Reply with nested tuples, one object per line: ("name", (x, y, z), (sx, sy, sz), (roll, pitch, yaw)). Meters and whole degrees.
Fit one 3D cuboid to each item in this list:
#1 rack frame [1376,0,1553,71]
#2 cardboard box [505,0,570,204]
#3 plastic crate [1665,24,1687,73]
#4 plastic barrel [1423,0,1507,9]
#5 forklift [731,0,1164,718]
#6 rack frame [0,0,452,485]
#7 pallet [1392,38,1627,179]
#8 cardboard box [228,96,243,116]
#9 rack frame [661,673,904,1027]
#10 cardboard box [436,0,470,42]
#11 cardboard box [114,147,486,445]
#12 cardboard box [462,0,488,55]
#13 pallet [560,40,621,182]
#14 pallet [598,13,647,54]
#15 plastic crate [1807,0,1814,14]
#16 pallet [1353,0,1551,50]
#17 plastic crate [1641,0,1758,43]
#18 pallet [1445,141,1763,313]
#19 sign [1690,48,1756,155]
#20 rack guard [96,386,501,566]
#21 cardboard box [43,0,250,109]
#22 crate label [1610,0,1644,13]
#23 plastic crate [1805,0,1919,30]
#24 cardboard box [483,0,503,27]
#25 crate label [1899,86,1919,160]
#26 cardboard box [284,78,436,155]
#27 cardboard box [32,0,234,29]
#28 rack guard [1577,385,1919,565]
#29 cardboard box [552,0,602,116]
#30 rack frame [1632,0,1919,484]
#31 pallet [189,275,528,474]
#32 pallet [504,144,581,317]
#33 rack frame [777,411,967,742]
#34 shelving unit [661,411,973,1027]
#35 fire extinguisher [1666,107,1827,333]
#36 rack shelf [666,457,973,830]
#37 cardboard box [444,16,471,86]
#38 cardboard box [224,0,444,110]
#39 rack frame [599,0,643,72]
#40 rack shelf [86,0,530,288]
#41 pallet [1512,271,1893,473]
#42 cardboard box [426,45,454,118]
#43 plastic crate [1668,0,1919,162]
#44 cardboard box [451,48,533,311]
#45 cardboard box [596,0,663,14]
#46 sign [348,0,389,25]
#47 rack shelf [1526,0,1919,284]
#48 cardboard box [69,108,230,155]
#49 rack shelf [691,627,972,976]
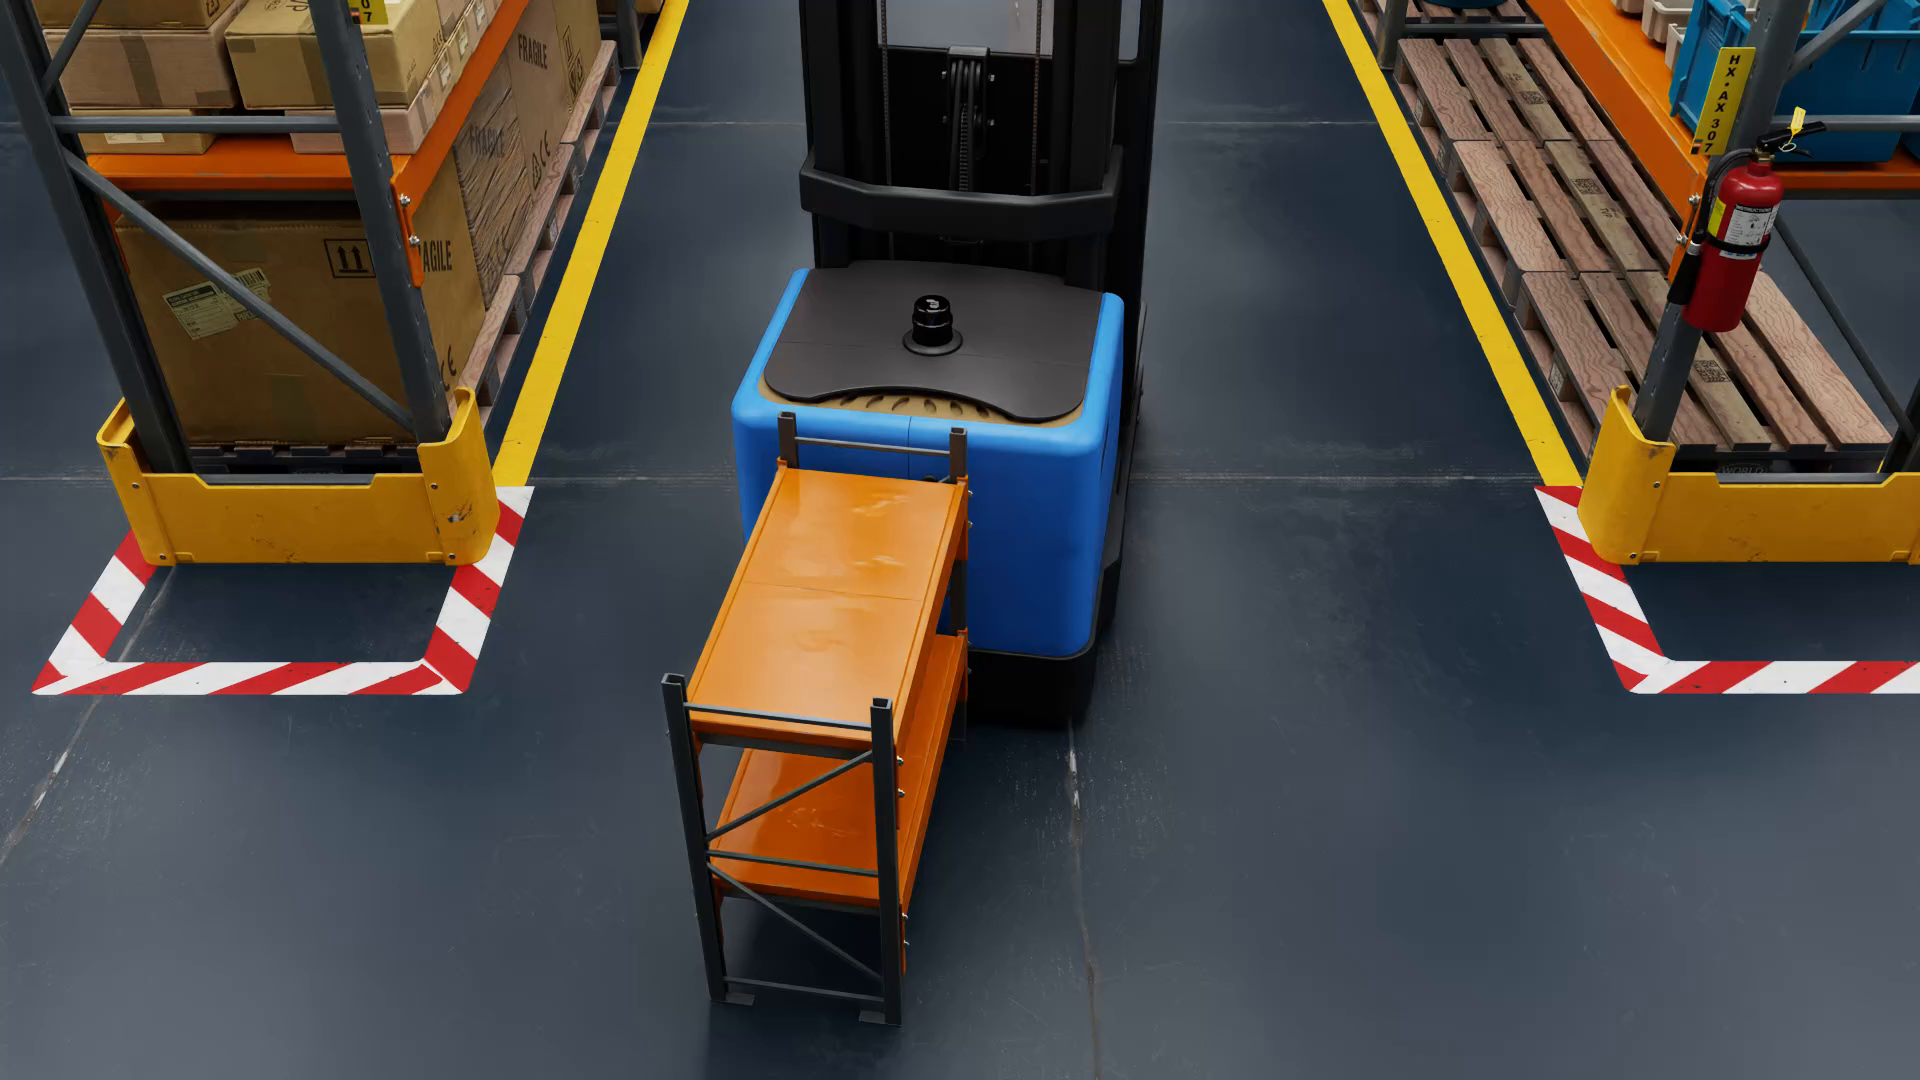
("rack frame", (2.744, -3.711, 7.982), (1.000, 3.000, 0.127), (0, 39, 0))
("cardboard box", (-2.287, -2.066, 7.293), (0.875, 0.875, 0.875), (0, 39, 0))
("plastic crate", (2.567, -1.640, 5.560), (0.396, 0.136, 0.243), (0, 39, 0))
("plastic barrel", (2.761, -3.396, 8.931), (0.600, 0.901, 0.708), (0, 39, 0))
("forklift", (0.099, -1.531, 5.317), (1.130, 2.935, 3.031), (6, 39, 7))
("rack frame", (-2.204, -1.206, 4.856), (1.000, 3.000, 0.127), (0, 39, 0))
("pallet", (2.784, -2.163, 8.280), (1.003, 0.211, 1.213), (0, 39, 0))
("cardboard box", (-2.536, -1.493, 5.415), (0.380, 0.149, 0.250), (0, 39, 0))
("rack frame", (-0.393, 0.761, 3.901), (0.500, 1.125, 0.032), (6, 39, 7))
("cardboard box", (-1.942, -1.889, 5.590), (0.500, 0.250, 0.500), (0, 39, -1))
("cardboard box", (-2.285, -0.941, 5.888), (0.875, 0.875, 0.875), (0, 39, 0))
("cardboard box", (-1.878, -1.814, 5.815), (0.380, 0.149, 0.250), (-1, 39, -1))
("pallet", (-2.286, -2.143, 8.256), (1.003, 0.211, 1.213), (0, 39, 0))
("pallet", (-2.285, -3.101, 9.451), (1.003, 0.211, 1.213), (0, 39, 0))
("plastic crate", (3.159, -1.909, 5.897), (0.250, 0.136, 0.298), (0, 39, 0))
("pallet", (2.785, -3.105, 9.456), (1.003, 0.211, 1.213), (0, 39, 0))
("plastic crate", (2.581, -1.821, 5.786), (0.396, 0.136, 0.243), (0, 39, 0))
("pallet", (2.788, -1.398, 7.326), (1.003, 0.211, 1.213), (0, 39, 0))
("sign", (2.199, -1.262, 4.796), (0.100, 0.325, 0.005), (0, 39, 0))
("rack guard", (-2.204, -0.215, 5.619), (1.175, 0.500, 0.348), (0, 39, 0))
("cardboard box", (-2.470, -1.566, 5.188), (0.500, 0.250, 0.500), (-1, 39, -1))
("crate label", (2.556, -1.995, 6.004), (0.396, 0.136, 0.243), (0, 39, 0))
("plastic crate", (3.077, -1.734, 5.601), (0.416, 0.233, 0.300), (0, 39, 0))
("cardboard box", (-1.878, -1.973, 6.014), (0.380, 0.149, 0.250), (-1, 39, -1))
("crate label", (3.078, -1.322, 5.087), (0.416, 0.233, 0.303), (0, 39, 0))
("cardboard box", (-1.875, -1.330, 5.212), (0.380, 0.149, 0.250), (0, 39, 0))
("cardboard box", (-2.468, -1.860, 4.955), (0.500, 0.500, 0.500), (0, 39, 1))
("rack guard", (2.762, -0.219, 5.623), (1.175, 0.500, 0.348), (0, 39, 0))
("cardboard box", (-2.288, -2.629, 7.995), (0.875, 0.875, 0.875), (0, 39, 0))
("rack frame", (2.749, -1.209, 4.860), (1.000, 3.000, 0.127), (0, 39, 0))
("pallet", (-2.283, -0.618, 6.352), (1.003, 0.211, 1.213), (0, 39, 0))
("pallet", (-2.282, -1.379, 7.301), (1.003, 0.211, 1.213), (0, 39, 0))
("rack frame", (-0.230, 0.133, 4.684), (0.500, 1.125, 0.032), (6, 39, 7))
("shelving unit", (-0.311, 0.447, 4.293), (0.538, 1.125, 1.048), (6, 39, 7))
("fire extinguisher", (2.295, -0.939, 4.883), (0.296, 0.674, 0.183), (0, 39, 0))
("rack shelf", (-0.311, 0.219, 4.110), (0.538, 0.278, 1.000), (6, 39, 7))
("cardboard box", (-1.877, -1.650, 5.612), (0.380, 0.149, 0.250), (-1, 39, -1))
("cardboard box", (-1.935, -1.564, 5.185), (0.500, 0.250, 0.500), (-1, 39, -1))
("rack frame", (-2.209, -3.707, 7.977), (1.000, 3.000, 0.127), (0, 39, 0))
("rack shelf", (-2.206, -2.176, 6.642), (1.077, 0.370, 4.000), (0, 39, 0))
("pallet", (2.787, -0.637, 6.376), (1.003, 0.211, 1.213), (0, 39, 0))
("cardboard box", (-1.876, -1.490, 5.412), (0.380, 0.149, 0.250), (-1, 39, -1))
("plastic crate", (2.562, -1.456, 5.092), (0.616, 0.435, 0.499), (0, 39, 0))
("cardboard box", (-2.286, -1.510, 6.598), (0.875, 0.875, 0.875), (0, 39, 0))
("cardboard box", (-2.229, -3.442, 9.010), (1.225, 0.875, 0.875), (0, 39, 0))
("sign", (-1.649, -1.571, 4.556), (0.100, 0.325, 0.005), (0, 39, 0))
("rack shelf", (2.746, -2.179, 6.646), (1.077, 0.370, 4.000), (0, 39, 0))
("cardboard box", (-2.534, -1.330, 5.212), (0.380, 0.149, 0.250), (1, 39, 1))
("rack shelf", (-0.311, 0.638, 4.446), (0.538, 0.278, 1.000), (6, 39, 7))
